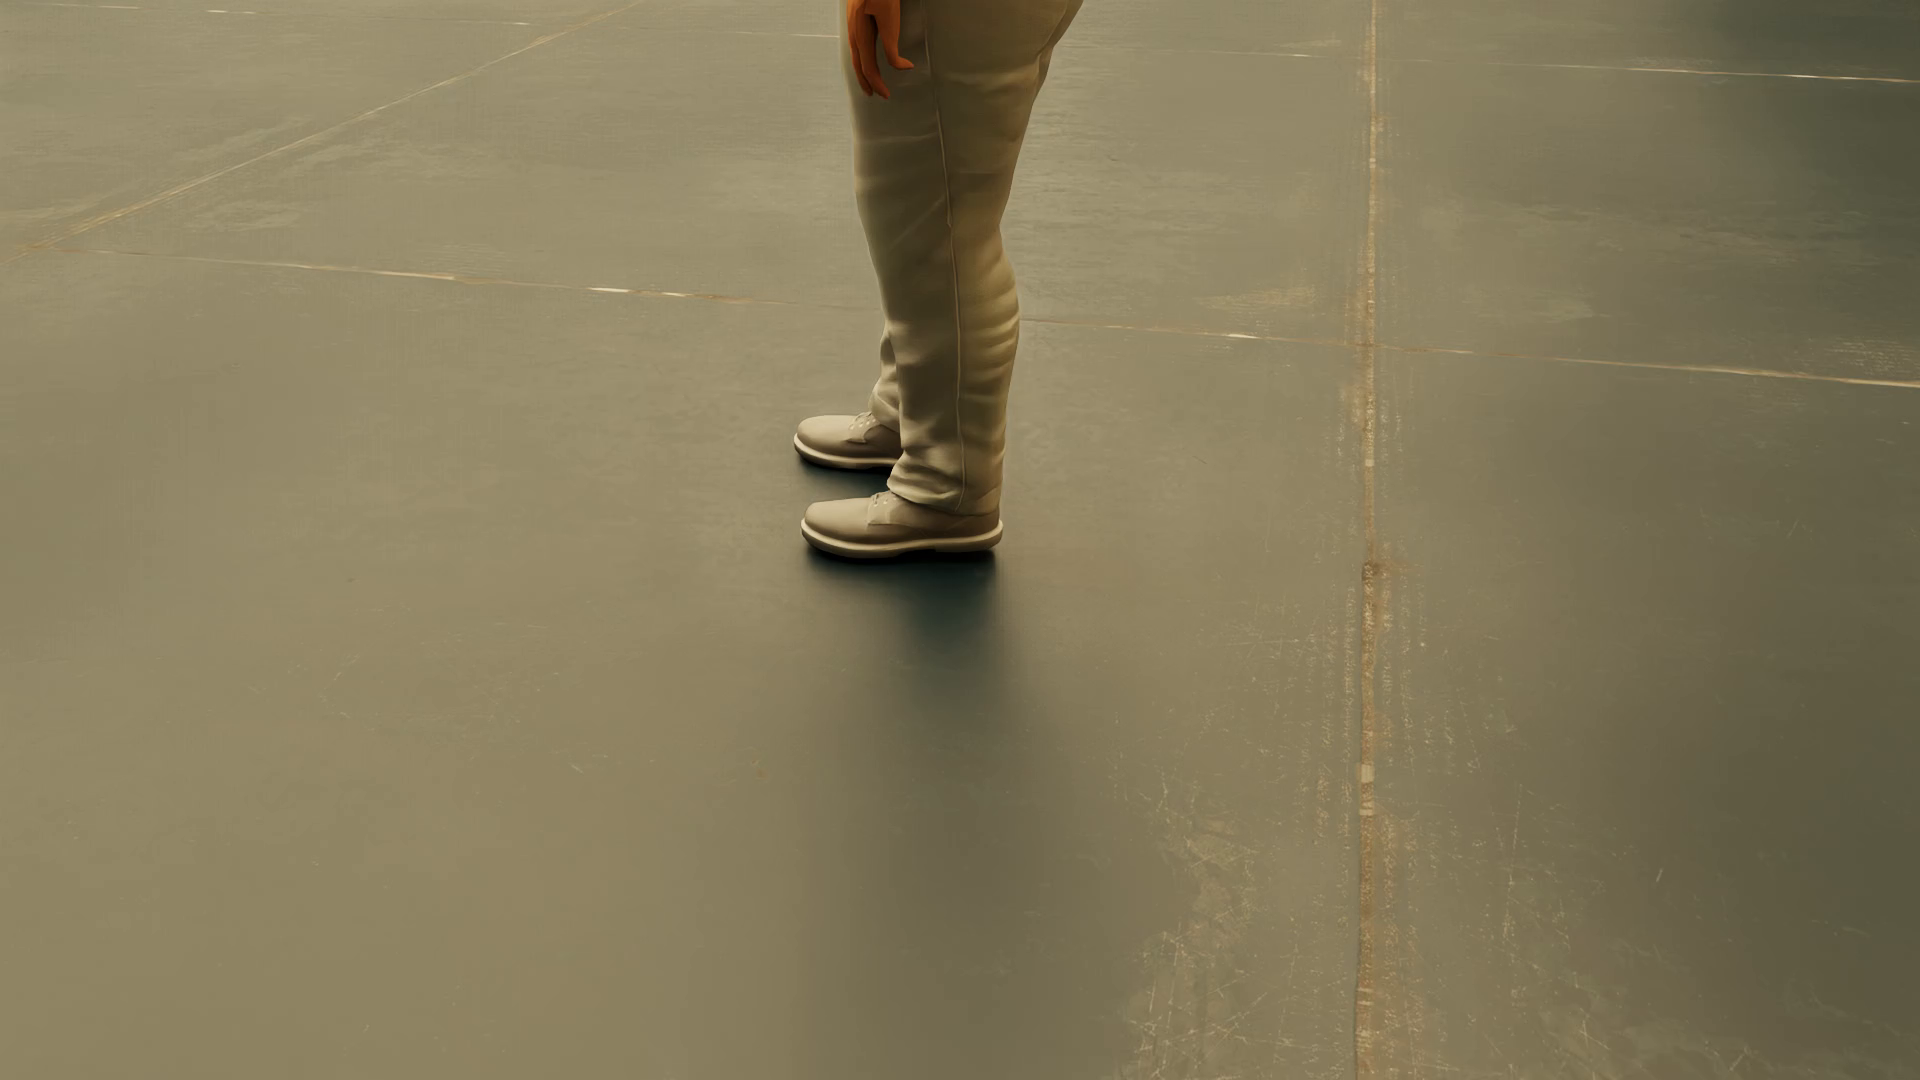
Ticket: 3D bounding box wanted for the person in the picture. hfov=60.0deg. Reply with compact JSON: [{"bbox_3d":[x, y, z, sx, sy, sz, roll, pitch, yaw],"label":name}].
[{"bbox_3d":[-0.070,-0.768,2.157,0.529,1.670,0.598,6,27,11],"label":"person"}]
